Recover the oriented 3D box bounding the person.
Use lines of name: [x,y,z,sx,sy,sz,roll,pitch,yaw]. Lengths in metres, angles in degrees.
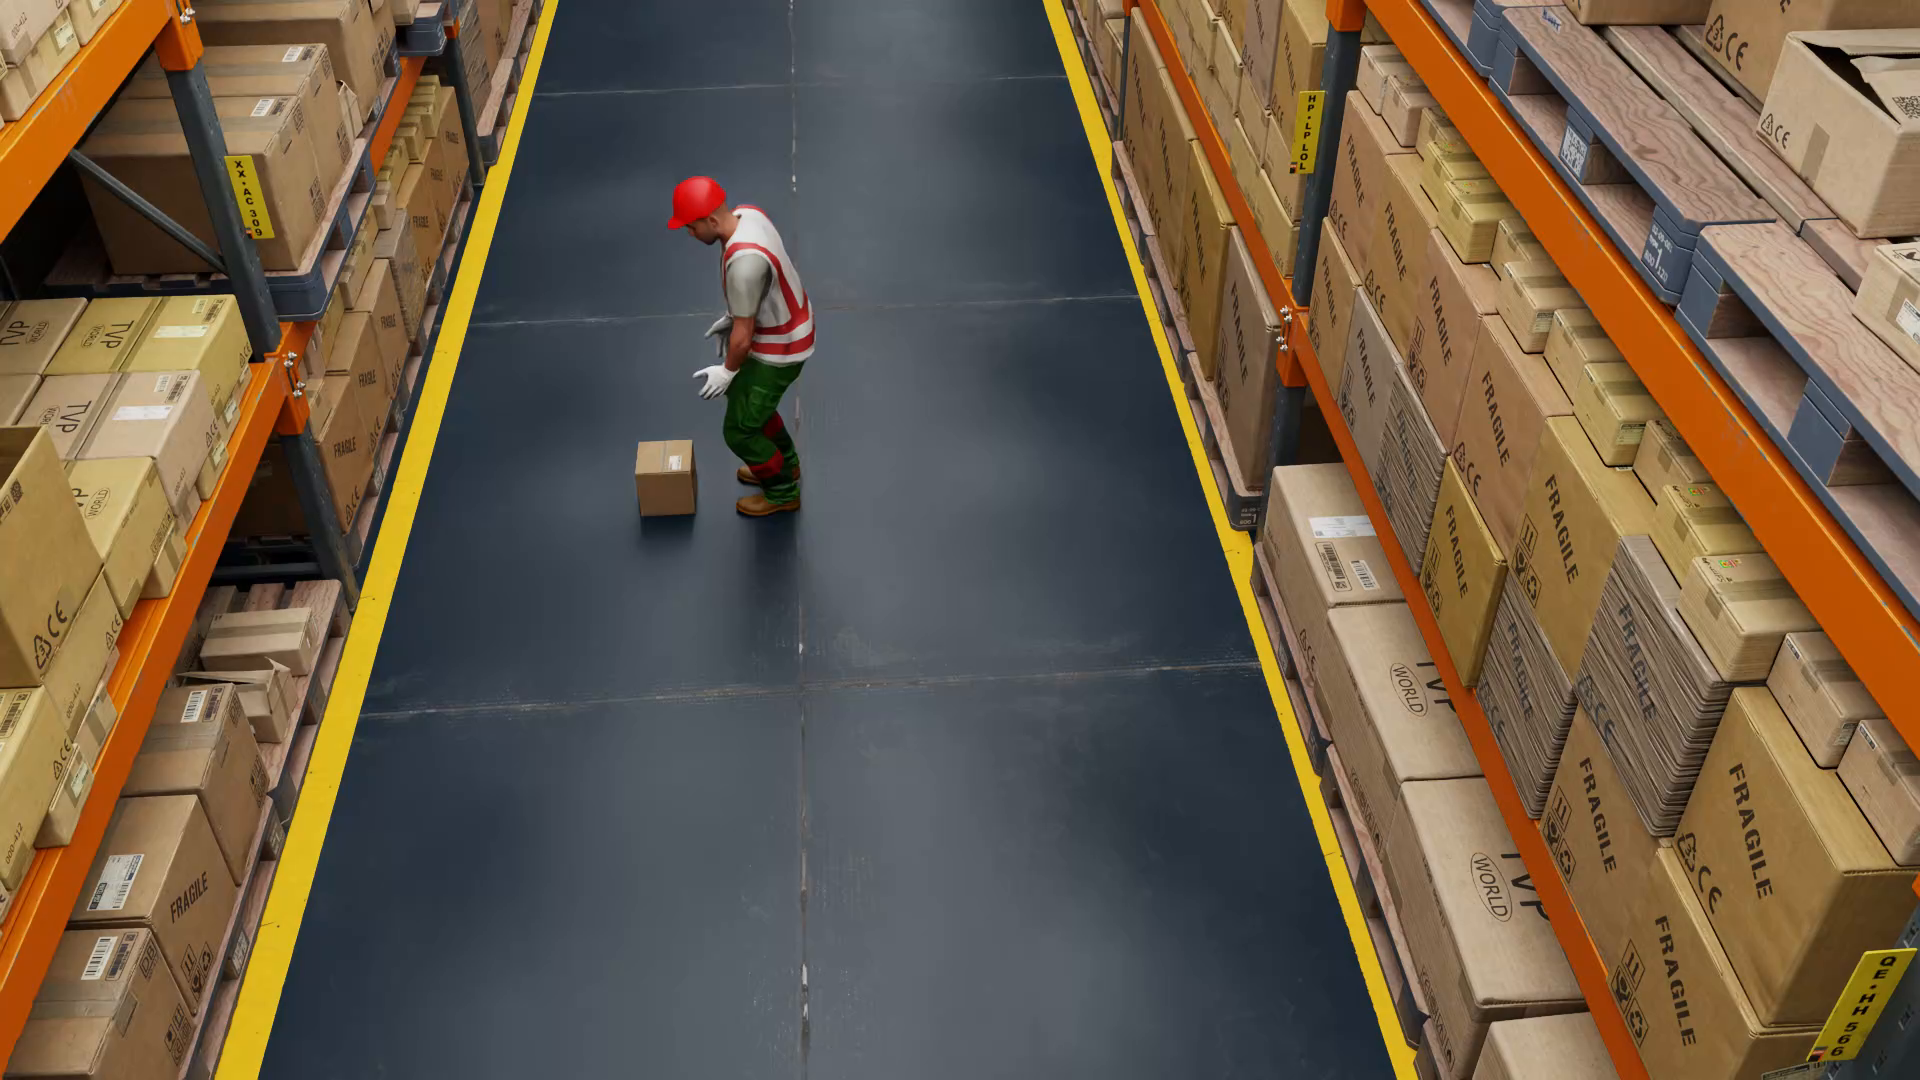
person: [-1.060,-0.495,7.593,0.951,0.795,0.532,-4,39,-5]
